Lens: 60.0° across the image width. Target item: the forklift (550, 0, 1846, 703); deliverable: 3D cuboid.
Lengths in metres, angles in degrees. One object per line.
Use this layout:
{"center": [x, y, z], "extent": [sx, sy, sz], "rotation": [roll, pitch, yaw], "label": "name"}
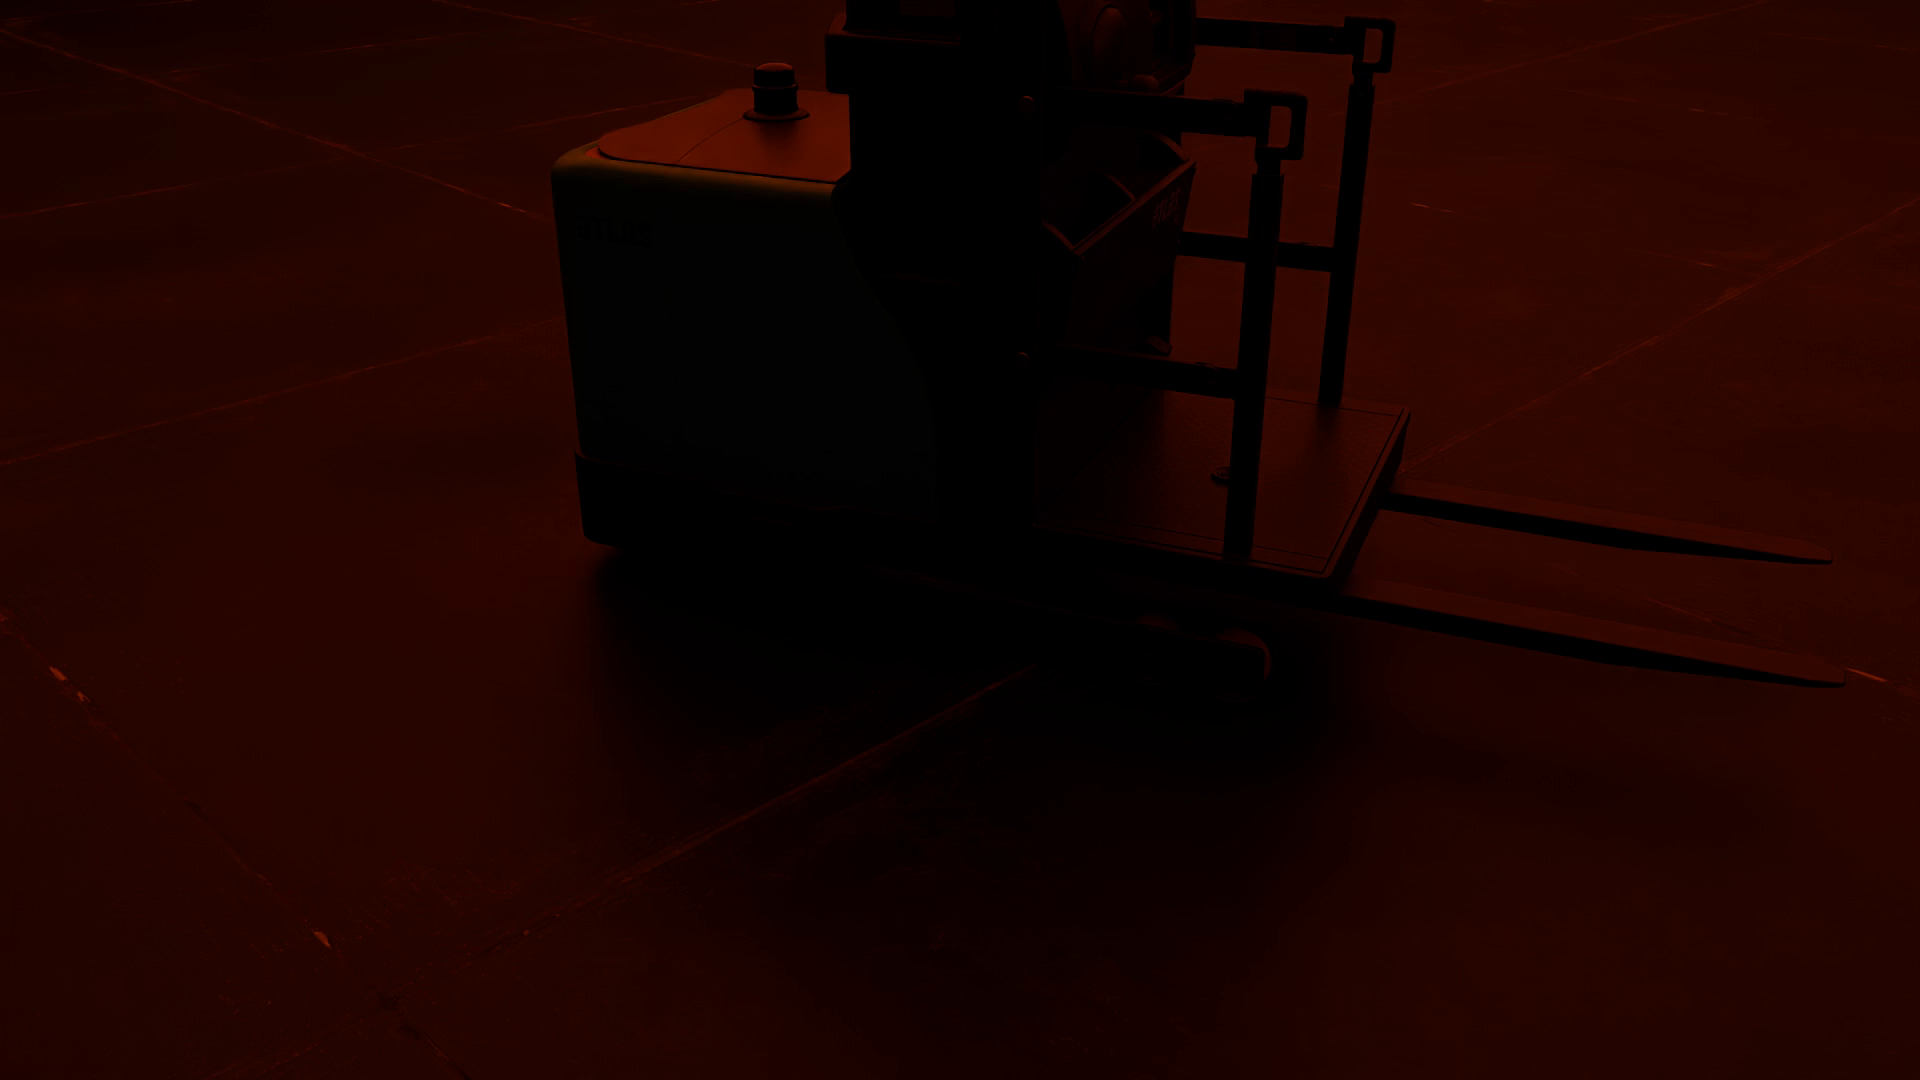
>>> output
{"center": [0.560, -1.212, 3.684], "extent": [3.031, 2.935, 1.130], "rotation": [11, 28, 20], "label": "forklift"}
